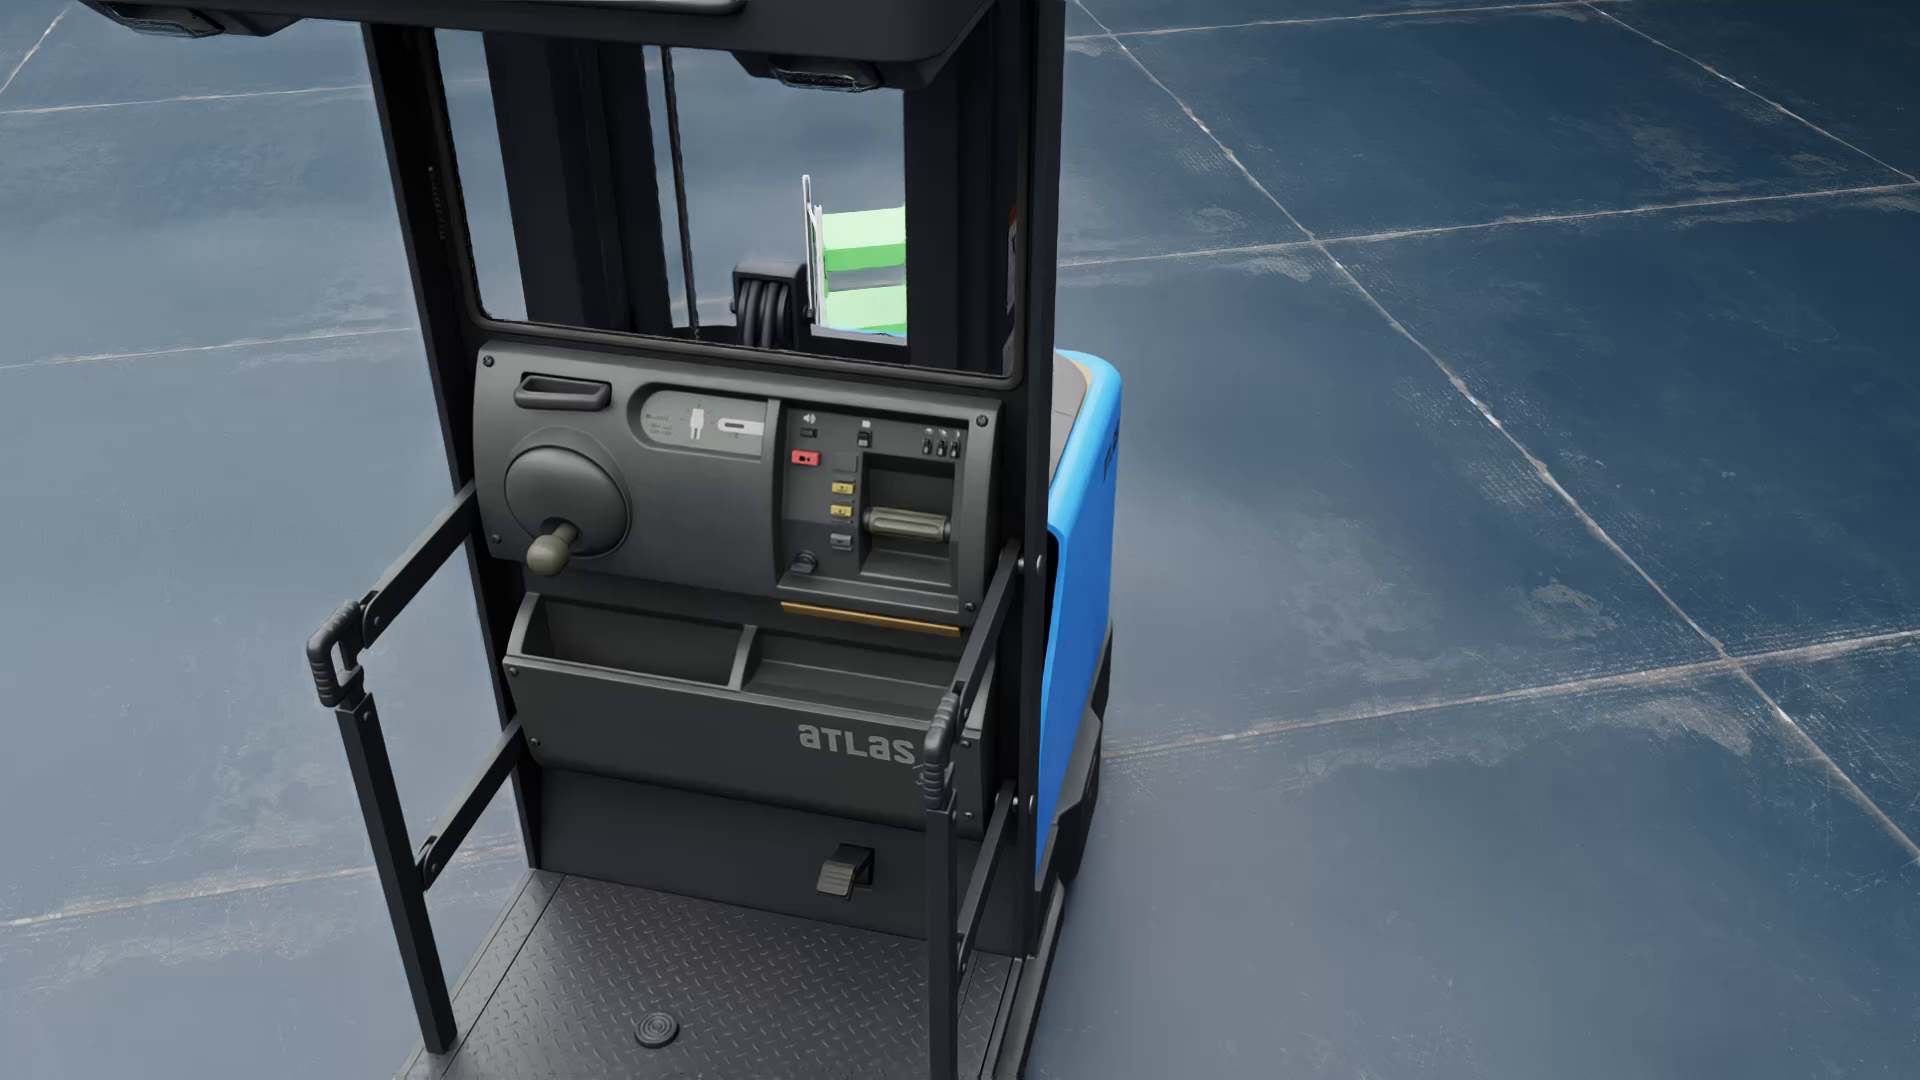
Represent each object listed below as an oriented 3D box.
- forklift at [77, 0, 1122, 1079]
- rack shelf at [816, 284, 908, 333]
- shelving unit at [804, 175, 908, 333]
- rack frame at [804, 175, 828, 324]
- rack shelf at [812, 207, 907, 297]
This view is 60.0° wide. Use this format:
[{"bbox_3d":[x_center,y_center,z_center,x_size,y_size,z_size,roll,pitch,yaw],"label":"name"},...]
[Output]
[{"bbox_3d":[-0.446,-0.037,2.675,1.130,2.935,3.031,8,35,11],"label":"forklift"},{"bbox_3d":[-0.161,-0.624,4.787,0.480,0.148,0.258,-7,35,-11],"label":"rack shelf"},{"bbox_3d":[-0.161,-0.478,4.885,0.503,1.200,0.258,-7,35,-11],"label":"shelving unit"},{"bbox_3d":[-0.399,-0.448,4.841,0.015,1.200,0.240,-7,35,-11],"label":"rack frame"},{"bbox_3d":[-0.161,-0.823,4.653,0.480,0.148,0.258,-7,35,-11],"label":"rack shelf"}]
